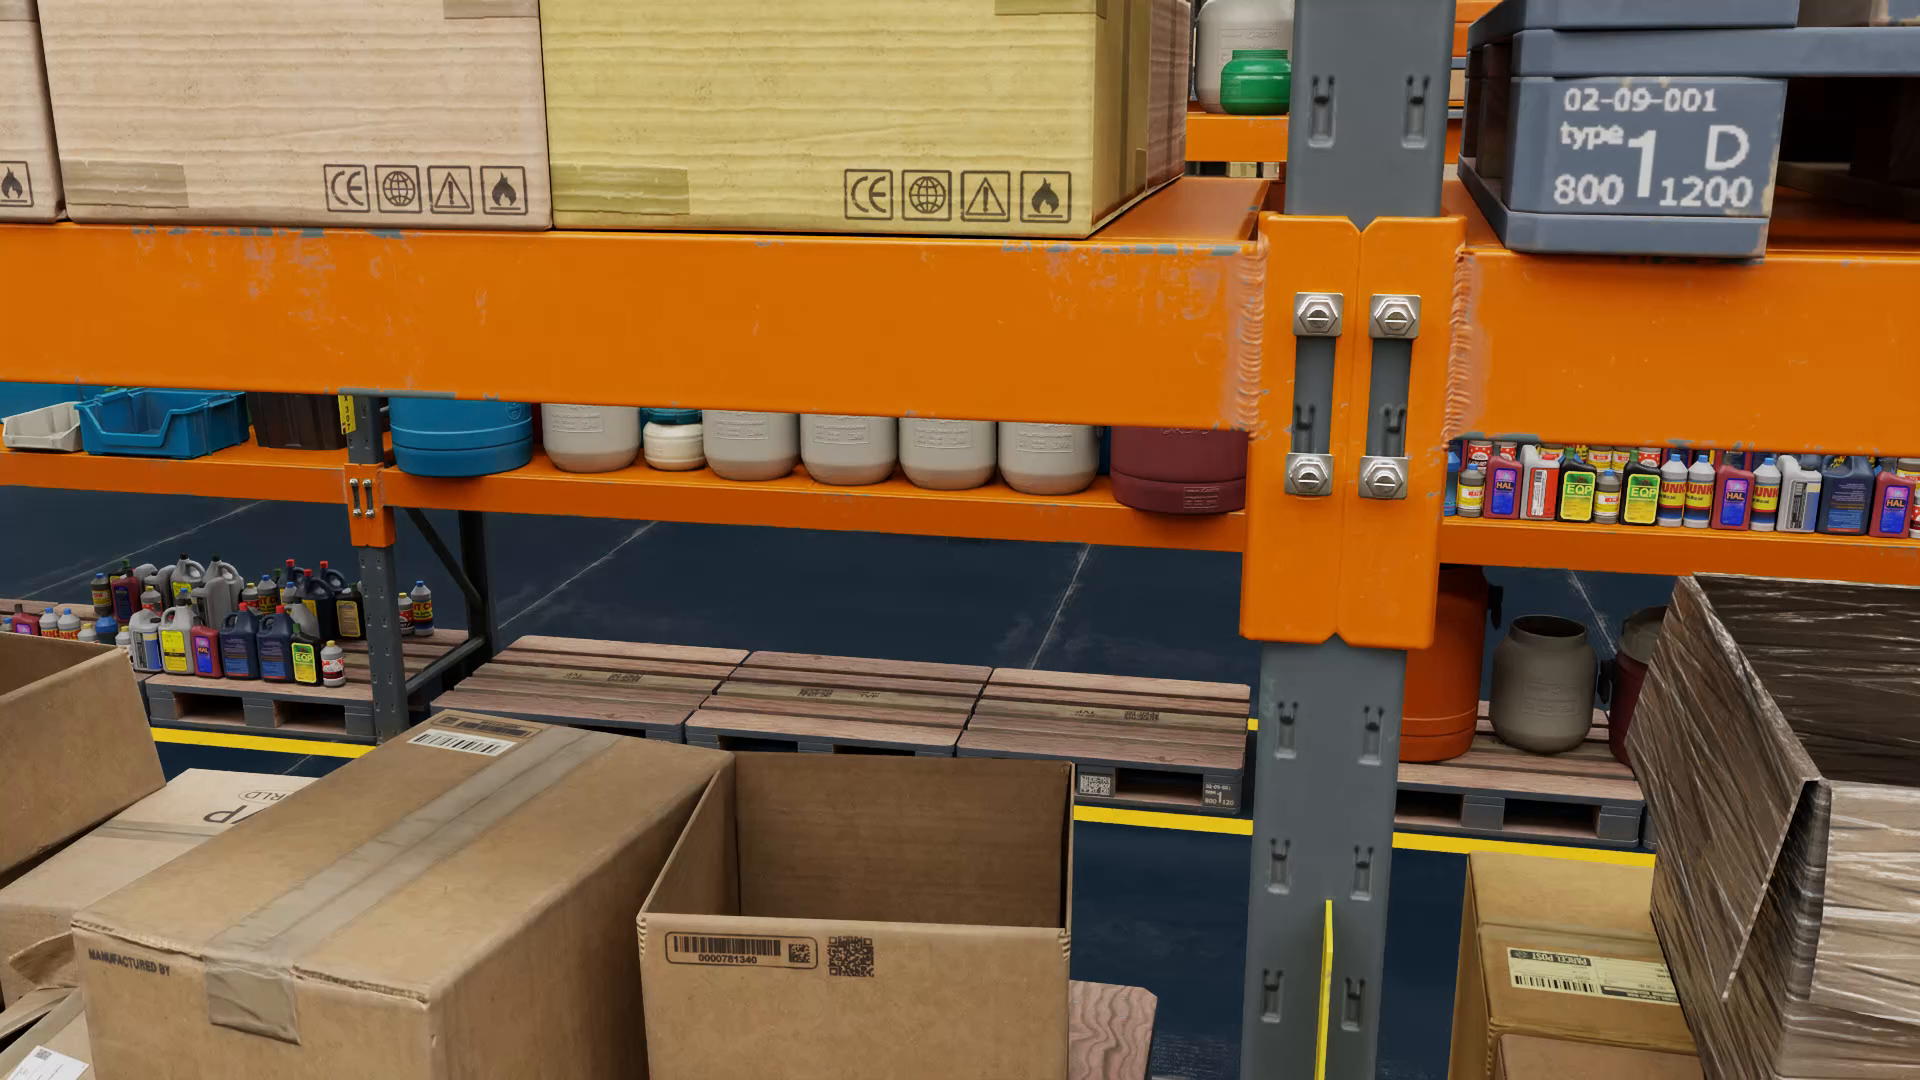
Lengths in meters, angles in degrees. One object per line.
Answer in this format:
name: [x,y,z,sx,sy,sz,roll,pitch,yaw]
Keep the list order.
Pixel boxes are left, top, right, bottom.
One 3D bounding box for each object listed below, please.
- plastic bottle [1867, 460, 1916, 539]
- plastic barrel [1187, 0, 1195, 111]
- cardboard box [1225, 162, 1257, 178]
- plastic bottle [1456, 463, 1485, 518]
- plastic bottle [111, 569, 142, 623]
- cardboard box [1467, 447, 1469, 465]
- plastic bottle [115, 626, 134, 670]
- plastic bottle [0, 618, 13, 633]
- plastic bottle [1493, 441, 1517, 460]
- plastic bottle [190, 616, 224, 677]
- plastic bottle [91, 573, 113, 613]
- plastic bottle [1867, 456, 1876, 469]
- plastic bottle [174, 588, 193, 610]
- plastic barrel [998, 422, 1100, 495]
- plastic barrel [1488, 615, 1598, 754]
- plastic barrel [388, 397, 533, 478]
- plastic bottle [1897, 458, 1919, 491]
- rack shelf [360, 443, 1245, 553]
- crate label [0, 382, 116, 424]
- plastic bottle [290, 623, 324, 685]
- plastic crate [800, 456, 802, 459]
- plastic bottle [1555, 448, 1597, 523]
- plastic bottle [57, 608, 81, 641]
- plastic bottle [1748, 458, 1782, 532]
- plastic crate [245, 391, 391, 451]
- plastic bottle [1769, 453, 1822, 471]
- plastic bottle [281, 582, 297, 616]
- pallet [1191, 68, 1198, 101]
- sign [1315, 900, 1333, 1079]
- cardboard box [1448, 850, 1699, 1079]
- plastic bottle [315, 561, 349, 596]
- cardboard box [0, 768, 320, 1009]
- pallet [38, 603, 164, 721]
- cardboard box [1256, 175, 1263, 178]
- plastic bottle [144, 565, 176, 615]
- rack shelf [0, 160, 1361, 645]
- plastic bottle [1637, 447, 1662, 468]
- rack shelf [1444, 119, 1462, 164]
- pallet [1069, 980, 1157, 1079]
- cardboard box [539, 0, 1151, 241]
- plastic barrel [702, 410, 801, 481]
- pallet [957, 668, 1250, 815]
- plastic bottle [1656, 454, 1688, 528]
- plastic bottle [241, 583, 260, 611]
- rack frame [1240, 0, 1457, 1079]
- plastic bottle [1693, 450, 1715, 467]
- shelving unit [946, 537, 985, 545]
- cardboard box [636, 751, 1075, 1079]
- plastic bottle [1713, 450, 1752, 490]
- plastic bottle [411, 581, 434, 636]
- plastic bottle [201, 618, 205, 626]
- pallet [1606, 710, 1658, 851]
plastic bottle: [3.441,-0.150,6.134,0.133,0.283,0.061,3,16,11]
plastic barrel: [0.657,-2.204,6.773,0.600,0.901,0.600,0,15,0]
cardboard box: [2.731,-3.605,16.161,0.250,0.149,0.380,0,15,2]
plastic bottle: [1.982,-0.195,6.449,0.097,0.201,0.097,0,15,0]
plastic bottle: [-4.313,0.286,8.604,0.133,0.283,0.061,3,16,11]
cardboard box: [3.313,-0.594,11.377,0.500,0.500,0.500,3,16,9]
plastic bottle: [-3.974,0.512,7.943,0.097,0.201,0.097,0,15,0]
plastic bottle: [-4.605,0.478,8.066,0.097,0.201,0.097,0,15,0]
plastic bottle: [2.331,-0.383,7.127,0.097,0.201,0.097,0,15,0]
plastic bottle: [-3.546,0.501,7.830,0.133,0.283,0.061,4,16,15]
plastic bottle: [-4.534,0.277,8.790,0.097,0.201,0.097,0,15,0]
plastic bottle: [3.718,-0.341,6.846,0.097,0.271,0.097,0,15,0]
plastic bottle: [-3.974,0.347,8.539,0.097,0.201,0.097,0,15,0]
plastic barrel: [0.368,-0.470,6.859,0.421,0.512,0.421,0,15,0]
plastic barrel: [2.473,0.608,7.052,0.421,0.512,0.421,0,15,0]
plastic barrel: [-2.183,-0.771,7.219,0.708,0.901,0.600,3,16,11]
plastic bottle: [3.820,-0.261,6.686,0.097,0.201,0.097,0,15,0]
rack shelf: [-0.541,-0.176,7.358,4.000,0.370,1.077,3,16,11]
crate label: [-4.563,-0.832,8.311,0.616,0.435,0.502,3,16,11]
plastic bottle: [-3.038,0.528,7.731,0.133,0.283,0.061,4,16,14]
plastic crate: [-0.738,-0.509,7.606,0.662,0.188,0.450,3,16,11]
plastic bottle: [2.354,-0.209,6.347,0.133,0.283,0.061,3,16,11]
plastic bottle: [-4.272,0.462,7.992,0.097,0.271,0.097,0,15,0]
plastic bottle: [3.018,-0.172,6.237,0.097,0.271,0.097,0,15,0]
plastic crate: [-2.989,-0.661,7.875,0.504,0.338,0.767,3,16,11]
plastic bottle: [3.192,-0.249,6.365,0.185,0.351,0.144,3,16,11]
plastic bottle: [-3.376,0.346,8.412,0.097,0.271,0.097,0,15,0]
pallet: [1.727,-3.080,11.225,1.003,0.211,1.213,4,16,14]
sign: [0.333,0.502,1.542,0.005,0.325,0.100,3,16,11]
cardboard box: [0.965,0.792,2.326,0.500,0.500,0.500,4,16,13]
plastic bottle: [-3.209,0.284,8.488,0.185,0.351,0.144,4,16,13]
cardboard box: [-1.165,0.599,2.703,0.500,0.250,0.500,3,16,10]
pallet: [-4.350,0.603,8.419,1.213,0.211,1.003,3,16,11]
cardboard box: [2.930,-3.291,16.242,0.500,0.500,0.700,1,16,5]
plastic bottle: [-4.156,0.269,8.679,0.135,0.276,0.152,3,16,10]
rack shelf: [-1.528,-0.326,2.280,4.000,0.370,1.077,3,16,11]
plastic bottle: [2.903,-0.352,7.015,0.097,0.201,0.097,0,15,0]
rack shelf: [3.379,-1.409,6.189,4.000,0.370,1.077,3,16,11]
pallet: [-0.288,0.961,2.262,1.003,0.211,1.213,3,16,11]
cardboard box: [-0.083,-0.456,1.679,0.500,0.250,0.500,3,16,11]
plastic barrel: [-0.888,-0.548,7.096,0.433,0.535,0.433,0,15,0]
pallet: [0.667,0.876,7.435,1.213,0.211,1.003,3,16,11]
plastic bottle: [2.697,-0.190,6.300,0.097,0.271,0.097,0,15,0]
plastic bottle: [-3.667,0.324,8.620,0.097,0.201,0.097,0,15,0]
rack frame: [0.432,0.879,2.200,0.127,3.000,1.000,3,16,11]
plastic bottle: [3.168,-0.403,6.920,0.185,0.351,0.144,3,16,11]
shelving unit: [0.052,-0.503,10.842,0.252,1.050,0.215,3,16,11]
cardboard box: [-0.105,0.610,2.197,0.500,0.500,0.500,1,16,4]
plastic bottle: [3.173,-0.342,6.827,0.133,0.283,0.061,3,16,11]
plastic bottle: [-2.726,0.342,8.426,0.097,0.271,0.097,0,15,0]
plastic bottle: [-3.699,0.453,8.002,0.133,0.283,0.061,3,16,11]
pallet: [3.392,1.024,6.901,1.213,0.211,1.003,3,16,11]
